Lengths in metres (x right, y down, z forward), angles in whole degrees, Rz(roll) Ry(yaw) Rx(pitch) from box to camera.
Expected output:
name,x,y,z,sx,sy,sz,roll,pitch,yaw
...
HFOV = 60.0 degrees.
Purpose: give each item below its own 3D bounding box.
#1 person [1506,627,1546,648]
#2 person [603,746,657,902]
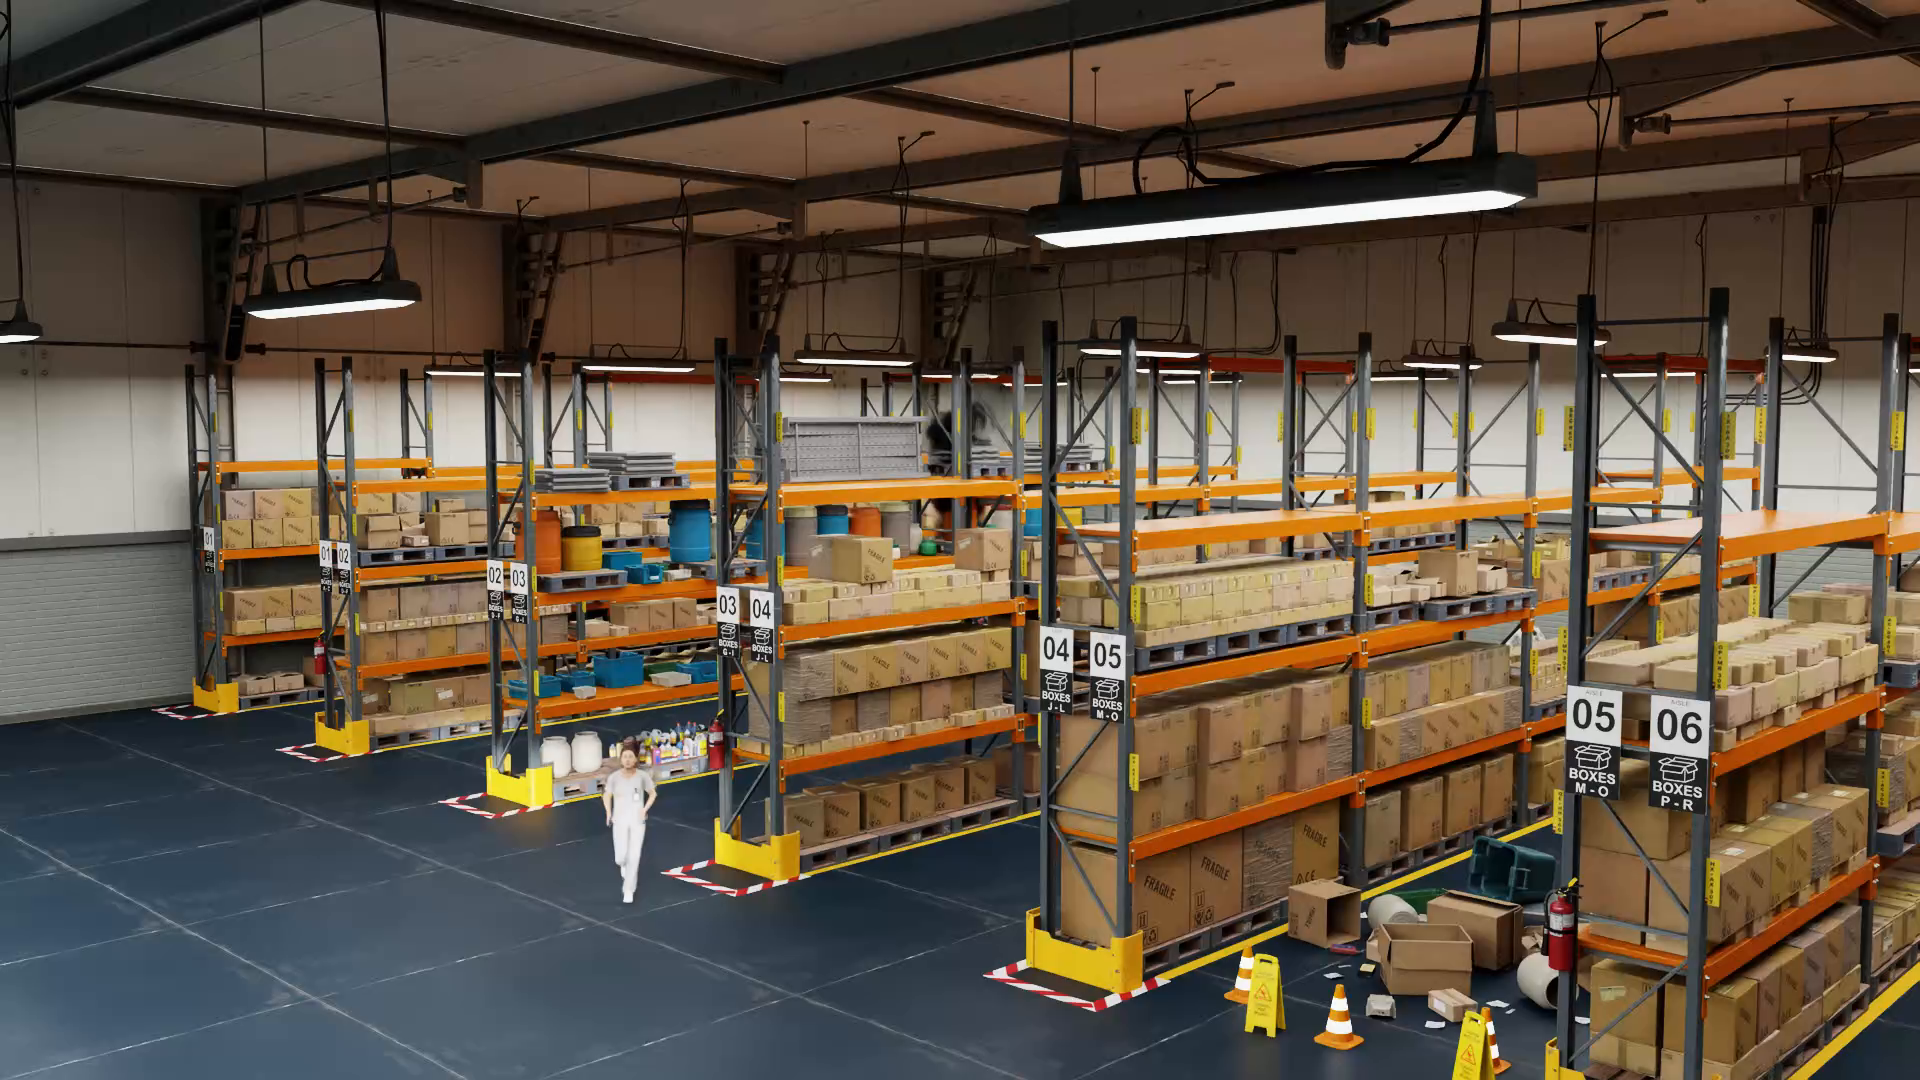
name,x,y,z,sx,sy,sz,roll,pitch,yaw
person,9.977,2.098,29.212,0.662,1.698,0.769,0,4,6
person,-3.523,2.999,17.758,0.565,1.628,0.623,-1,4,-8
